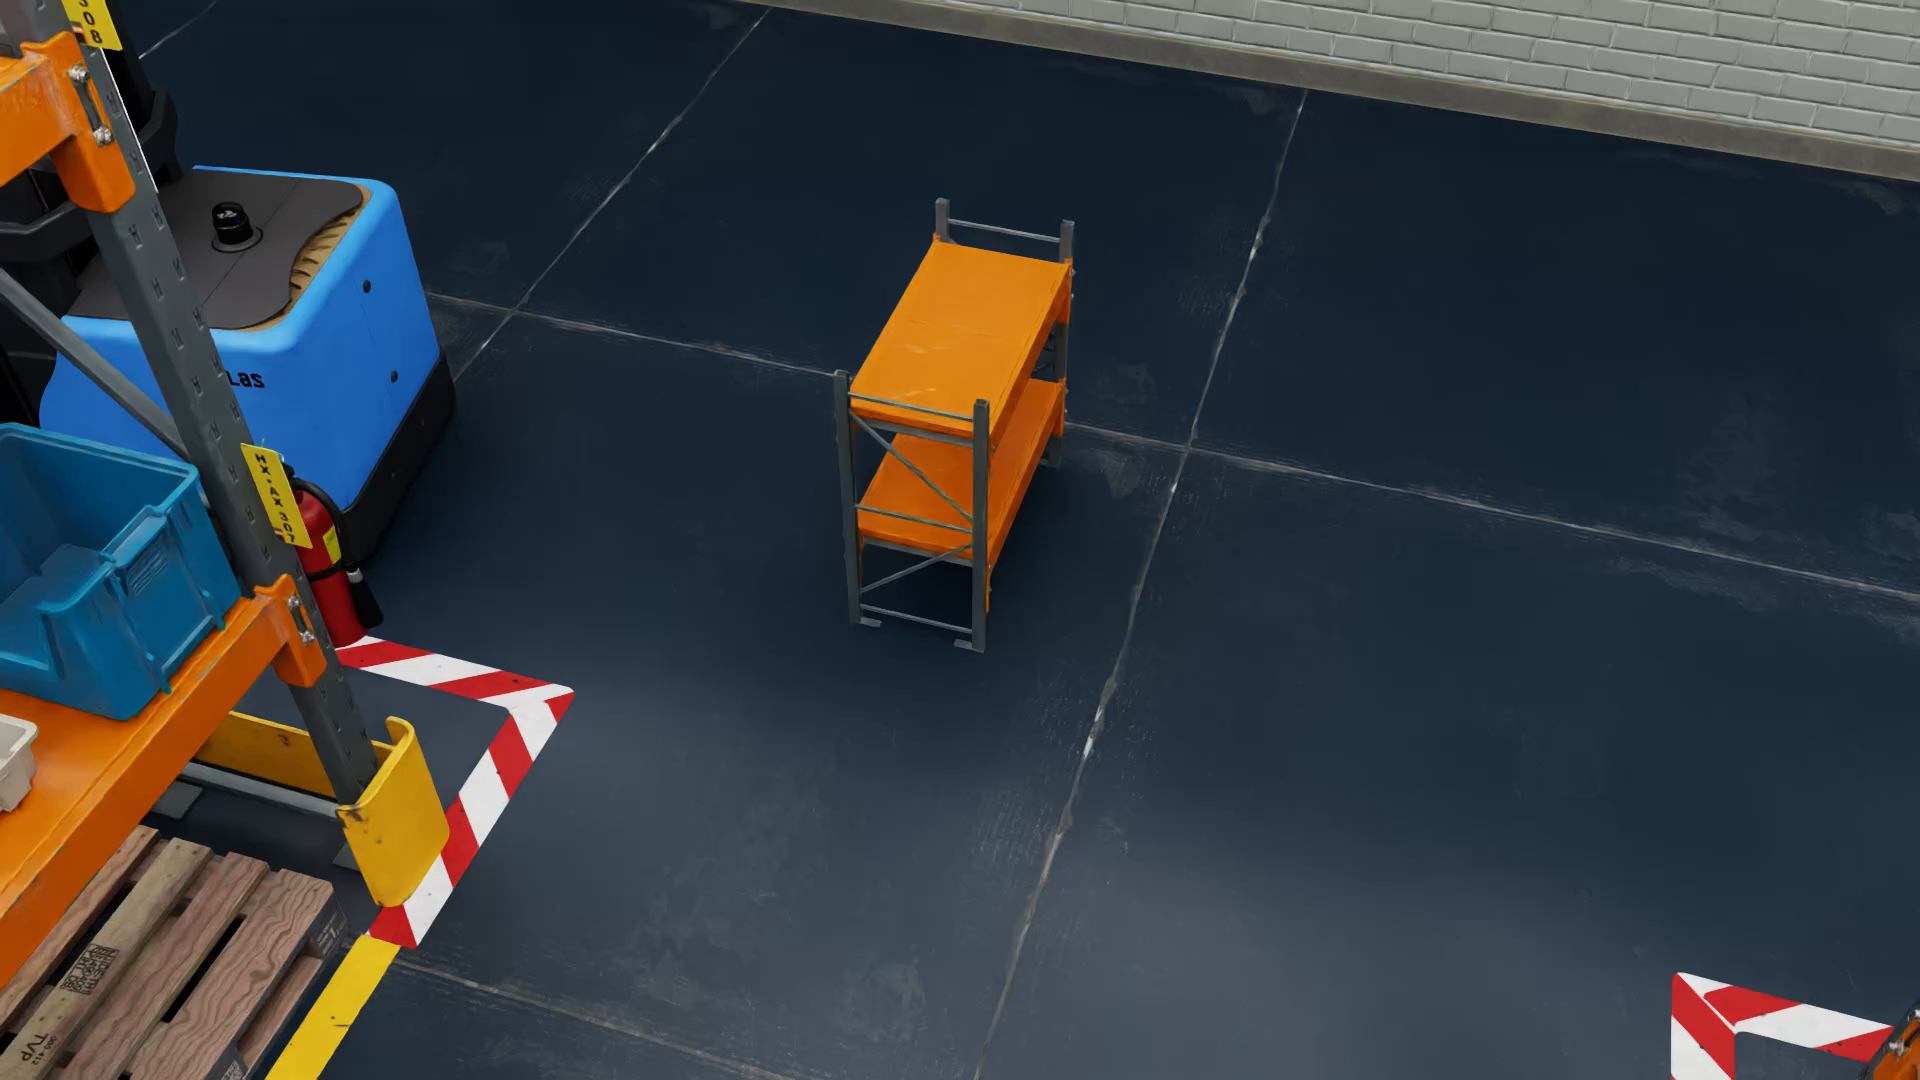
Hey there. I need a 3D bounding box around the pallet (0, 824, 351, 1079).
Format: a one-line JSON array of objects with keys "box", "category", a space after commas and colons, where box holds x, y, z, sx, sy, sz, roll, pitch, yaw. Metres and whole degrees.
[{"box": [-2.497, 1.386, 4.683, 1.003, 0.211, 1.213, 13, 46, 13], "category": "pallet"}]

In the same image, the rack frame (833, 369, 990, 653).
[{"box": [-0.152, -0.068, 5.515, 0.500, 1.125, 0.032, 13, 46, 13], "category": "rack frame"}]

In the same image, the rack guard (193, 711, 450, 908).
[{"box": [-2.216, 0.722, 5.155, 1.175, 0.500, 0.348, 13, 46, 13], "category": "rack guard"}]

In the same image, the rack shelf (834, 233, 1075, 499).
[{"box": [0.002, -0.616, 5.656, 0.538, 0.278, 1.000, 13, 46, 13], "category": "rack shelf"}]

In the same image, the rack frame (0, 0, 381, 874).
[{"box": [-2.211, -0.153, 4.261, 1.000, 3.000, 0.127, 13, 46, 13], "category": "rack frame"}]

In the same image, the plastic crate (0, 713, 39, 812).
[{"box": [-2.285, 0.502, 3.738, 0.396, 0.136, 0.243, 13, 46, 13], "category": "plastic crate"}]

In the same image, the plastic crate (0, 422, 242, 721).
[{"box": [-2.134, 0.076, 3.959, 0.616, 0.435, 0.499, 13, 46, 13], "category": "plastic crate"}]

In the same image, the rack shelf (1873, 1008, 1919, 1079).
[{"box": [1.904, 2.487, 2.078, 1.077, 0.370, 4.000, 13, 46, 13], "category": "rack shelf"}]

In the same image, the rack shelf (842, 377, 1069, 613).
[{"box": [0.002, -0.232, 6.032, 0.538, 0.278, 1.000, 13, 46, 13], "category": "rack shelf"}]

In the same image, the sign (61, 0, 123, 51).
[{"box": [-1.682, -1.082, 3.141, 0.100, 0.325, 0.005, 13, 46, 13], "category": "sign"}]

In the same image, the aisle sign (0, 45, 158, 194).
[{"box": [-1.910, -1.068, 3.338, 0.394, 0.787, 0.004, 13, 46, 13], "category": "aisle sign"}]

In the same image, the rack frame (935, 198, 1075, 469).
[{"box": [0.156, -0.745, 6.207, 0.500, 1.125, 0.032, 13, 46, 13], "category": "rack frame"}]

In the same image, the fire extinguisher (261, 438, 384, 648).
[{"box": [-1.732, 0.004, 4.423, 0.296, 0.674, 0.183, 13, 46, 13], "category": "fire extinguisher"}]

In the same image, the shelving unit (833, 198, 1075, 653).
[{"box": [0.002, -0.407, 5.861, 0.538, 1.125, 1.048, 13, 46, 13], "category": "shelving unit"}]

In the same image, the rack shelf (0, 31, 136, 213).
[{"box": [-2.816, 0.366, 2.101, 1.077, 0.370, 4.000, 13, 46, 13], "category": "rack shelf"}]

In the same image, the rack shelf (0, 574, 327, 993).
[{"box": [-2.816, 1.438, 3.151, 1.077, 0.370, 4.000, 13, 46, 13], "category": "rack shelf"}]

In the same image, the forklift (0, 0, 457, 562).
[{"box": [-3.595, -1.403, 5.588, 3.031, 2.935, 1.130, 6, 45, 6], "category": "forklift"}]

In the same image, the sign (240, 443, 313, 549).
[{"box": [-1.682, -0.105, 4.096, 0.100, 0.325, 0.005, 13, 46, 13], "category": "sign"}]
